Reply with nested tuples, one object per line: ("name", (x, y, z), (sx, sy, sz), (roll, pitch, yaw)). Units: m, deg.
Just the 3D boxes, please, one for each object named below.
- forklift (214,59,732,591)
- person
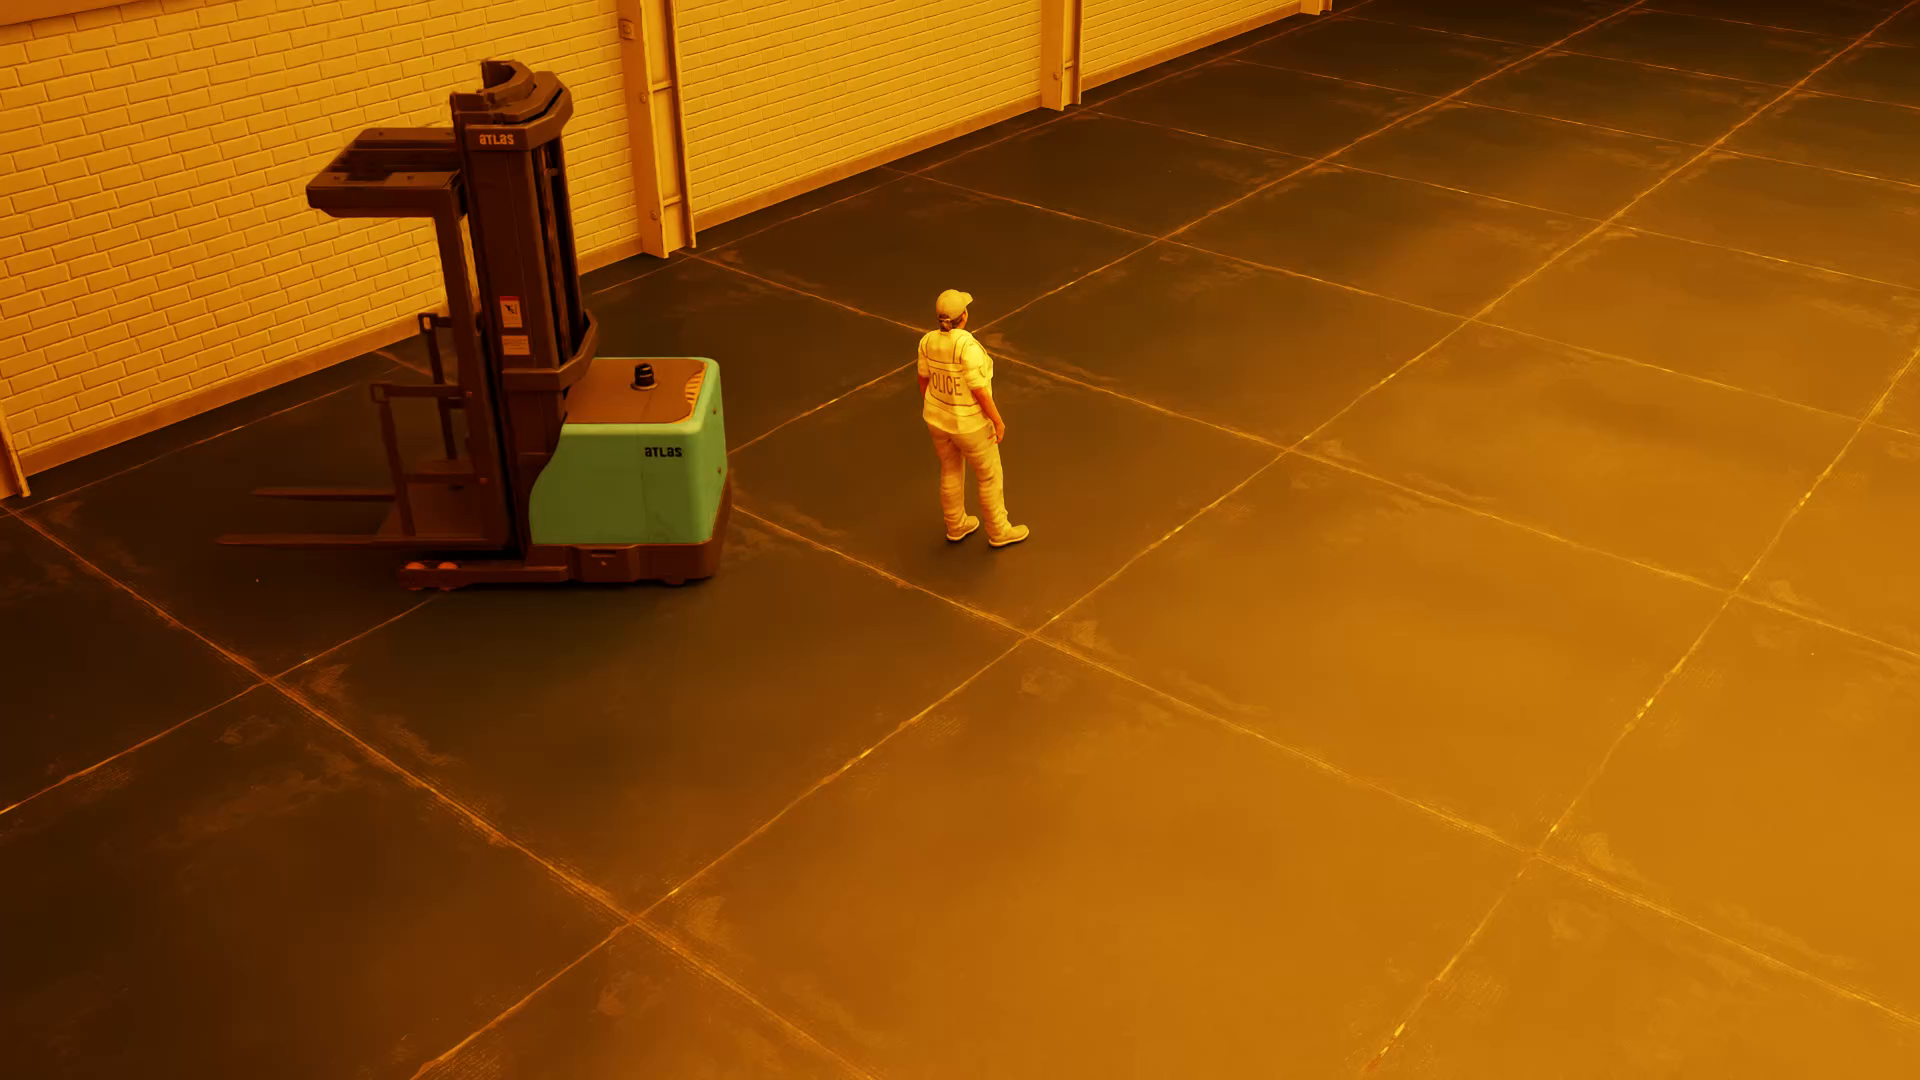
("forklift", (-2.988, -1.230, 9.700), (3.031, 2.935, 1.130), (0, 30, 0))
("person", (0.066, -0.748, 10.115), (0.598, 1.670, 0.529), (22, 37, 33))
